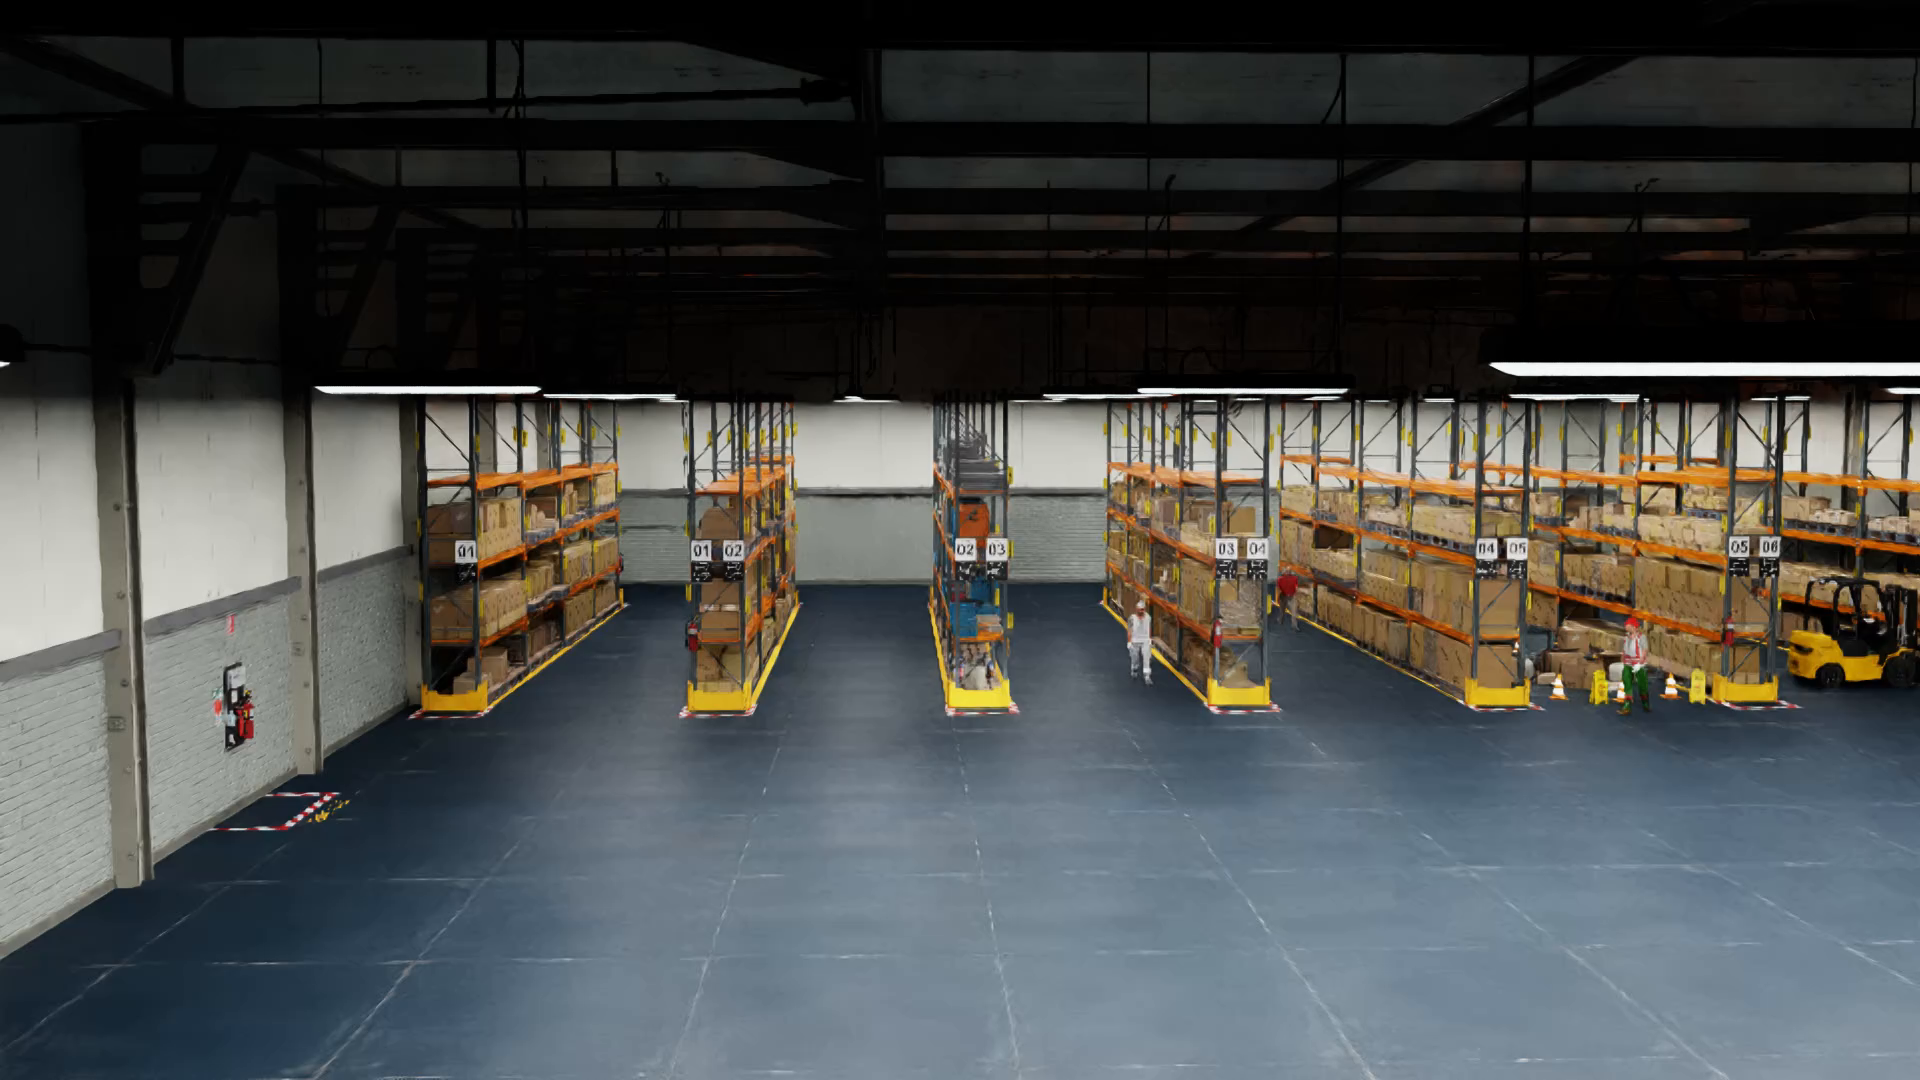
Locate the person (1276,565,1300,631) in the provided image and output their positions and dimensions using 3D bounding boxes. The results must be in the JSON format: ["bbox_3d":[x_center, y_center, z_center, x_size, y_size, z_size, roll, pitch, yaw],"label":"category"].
[{"bbox_3d":[8.280,1.446,42.092,0.542,1.631,1.126,0,5,0],"label":"person"}]

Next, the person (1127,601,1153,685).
[{"bbox_3d":[3.686,2.081,34.021,0.553,1.709,1.123,0,5,0],"label":"person"}]

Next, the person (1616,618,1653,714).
[{"bbox_3d":[12.505,2.329,30.807,0.704,1.784,0.555,-3,6,-36],"label":"person"}]
